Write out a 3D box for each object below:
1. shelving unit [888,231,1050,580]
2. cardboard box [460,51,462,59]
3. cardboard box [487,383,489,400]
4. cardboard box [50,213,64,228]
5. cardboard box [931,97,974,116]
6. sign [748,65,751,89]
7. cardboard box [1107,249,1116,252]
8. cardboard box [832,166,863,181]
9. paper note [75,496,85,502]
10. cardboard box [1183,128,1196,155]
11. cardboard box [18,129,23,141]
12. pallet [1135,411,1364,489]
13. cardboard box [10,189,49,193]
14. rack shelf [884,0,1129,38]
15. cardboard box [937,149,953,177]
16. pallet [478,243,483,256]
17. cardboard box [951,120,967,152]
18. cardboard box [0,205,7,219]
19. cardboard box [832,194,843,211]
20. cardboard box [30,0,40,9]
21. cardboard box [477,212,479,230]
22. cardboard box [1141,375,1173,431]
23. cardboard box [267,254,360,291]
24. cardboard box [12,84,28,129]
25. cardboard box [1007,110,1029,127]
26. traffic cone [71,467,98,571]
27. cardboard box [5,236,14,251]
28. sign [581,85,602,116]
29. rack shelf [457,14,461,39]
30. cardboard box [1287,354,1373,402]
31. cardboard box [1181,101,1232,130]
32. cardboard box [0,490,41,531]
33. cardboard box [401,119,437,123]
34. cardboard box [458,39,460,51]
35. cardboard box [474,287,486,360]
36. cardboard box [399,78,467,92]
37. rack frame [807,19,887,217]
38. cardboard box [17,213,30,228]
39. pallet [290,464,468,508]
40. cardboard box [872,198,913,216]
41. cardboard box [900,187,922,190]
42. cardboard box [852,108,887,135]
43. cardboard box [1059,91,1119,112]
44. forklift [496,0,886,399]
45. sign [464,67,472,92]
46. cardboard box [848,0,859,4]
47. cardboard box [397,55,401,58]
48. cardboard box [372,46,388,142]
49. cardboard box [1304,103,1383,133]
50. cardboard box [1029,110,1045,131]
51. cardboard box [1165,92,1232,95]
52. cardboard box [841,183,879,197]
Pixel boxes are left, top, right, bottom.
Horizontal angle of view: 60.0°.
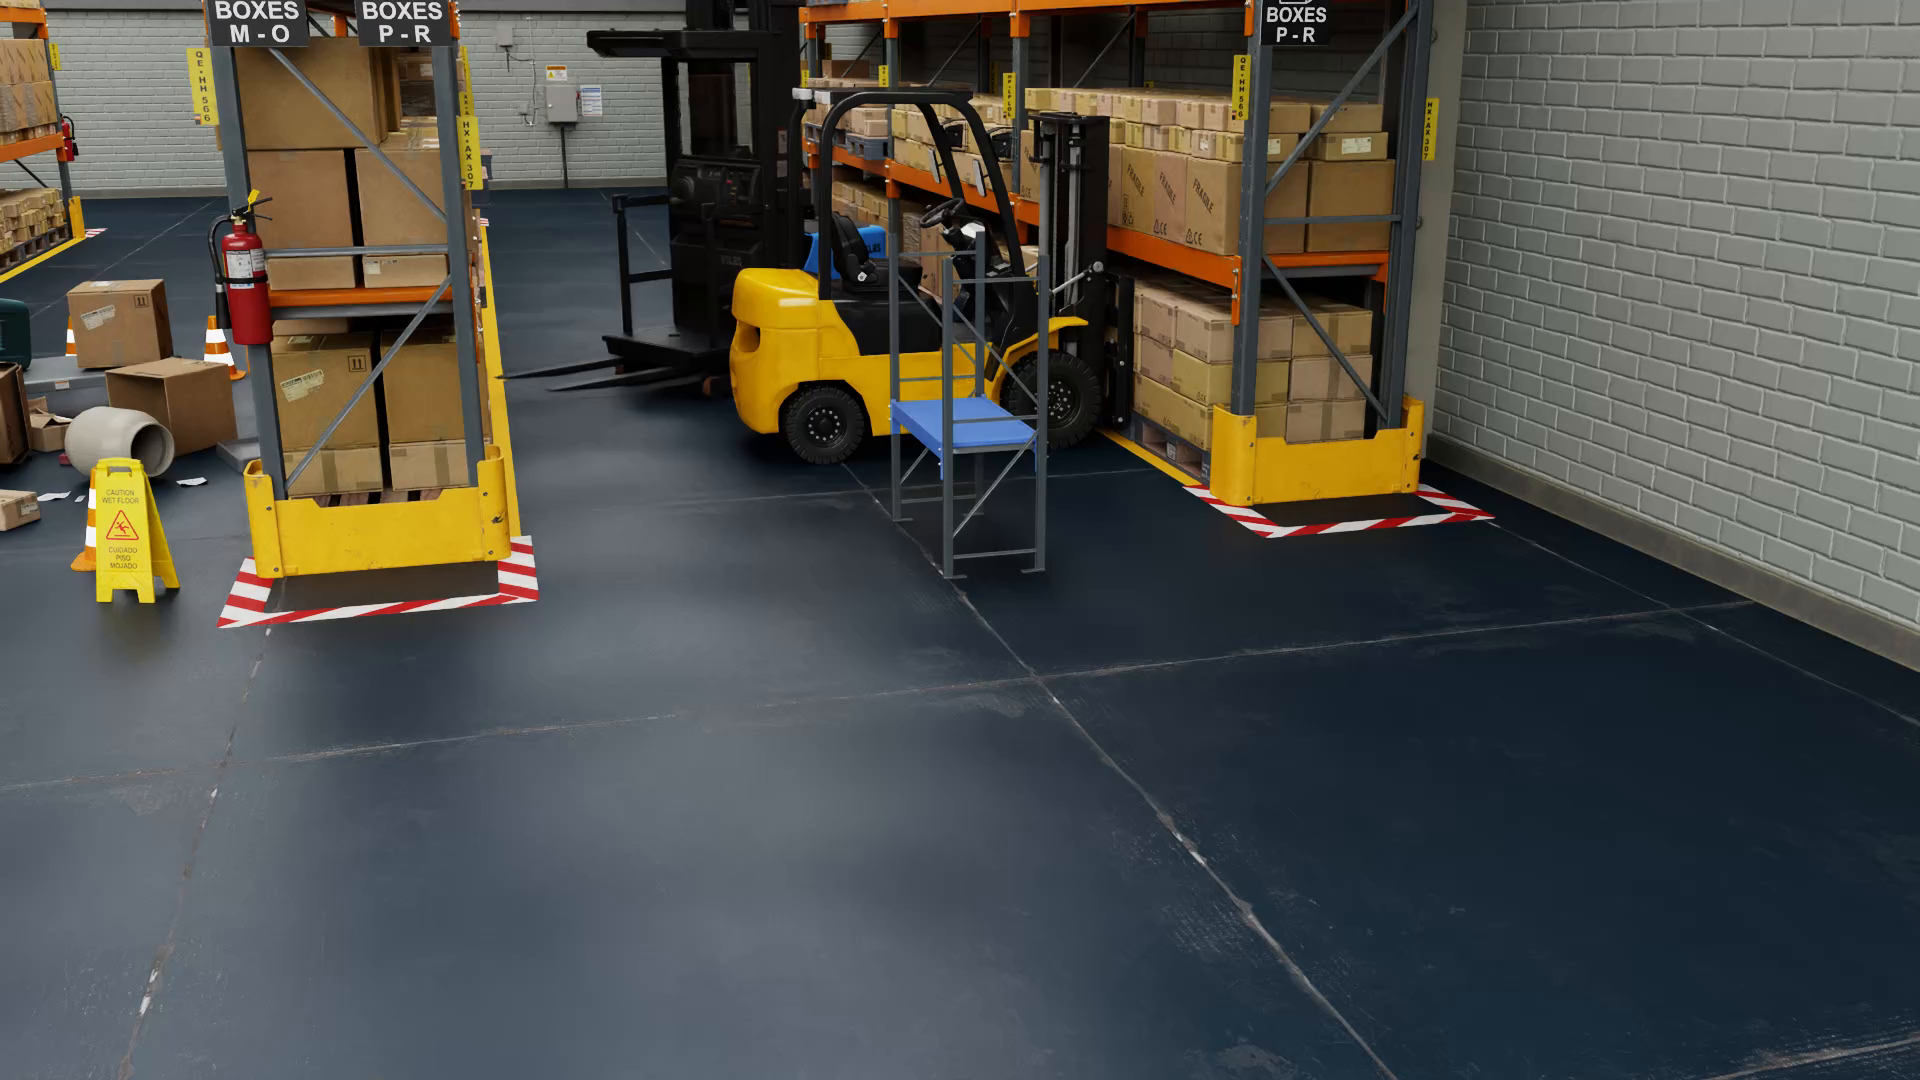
[{"bbox_3d":[0.023,-0.695,8.158,0.538,1.500,1.048,-5,17,-15],"label":"shelving unit"},{"bbox_3d":[-6.648,-6.019,21.365,0.500,0.500,0.500,-5,17,-15],"label":"cardboard box"},{"bbox_3d":[-3.035,-0.745,9.767,0.500,0.250,0.500,-4,17,-12],"label":"cardboard box"},{"bbox_3d":[-11.400,-3.974,20.692,0.380,0.149,0.250,-4,17,-14],"label":"cardboard box"},{"bbox_3d":[-0.042,-3.821,14.657,0.380,0.149,0.250,-4,17,-14],"label":"cardboard box"},{"bbox_3d":[-2.932,-6.515,23.421,0.100,0.325,0.005,-5,17,-15],"label":"sign"},{"bbox_3d":[1.209,-2.066,12.427,0.500,0.250,0.500,-4,17,-14],"label":"cardboard box"},{"bbox_3d":[-1.351,-4.305,19.541,0.380,0.149,0.250,-6,18,-18],"label":"cardboard box"},{"bbox_3d":[-4.867,-0.229,9.198,0.032,0.001,0.123,-5,17,-15],"label":"paper note"},{"bbox_3d":[1.511,-2.294,9.575,0.380,0.149,0.250,-4,17,-14],"label":"cardboard box"},{"bbox_3d":[-11.283,-4.779,19.583,0.380,0.149,0.250,-5,18,-18],"label":"cardboard box"},{"bbox_3d":[1.737,-0.590,10.049,1.003,0.211,1.213,-5,17,-15],"label":"pallet"},{"bbox_3d":[-11.510,-4.250,20.579,0.380,0.149,0.250,-4,17,-14],"label":"cardboard box"},{"bbox_3d":[0.338,-4.469,14.152,1.077,0.370,4.000,-5,17,-15],"label":"rack shelf"},{"bbox_3d":[0.098,-3.291,14.455,0.500,0.250,0.500,-4,17,-13],"label":"cardboard box"},{"bbox_3d":[-5.798,-3.100,18.405,1.003,0.211,1.213,-5,17,-15],"label":"pallet"},{"bbox_3d":[0.224,-3.390,13.917,0.500,0.250,0.500,-4,17,-14],"label":"cardboard box"},{"bbox_3d":[-10.939,-3.673,18.658,0.380,0.149,0.250,-5,17,-17],"label":"cardboard box"},{"bbox_3d":[-1.238,-3.742,19.312,0.500,0.500,0.500,-5,17,-16],"label":"cardboard box"},{"bbox_3d":[-11.534,-6.590,20.223,0.500,0.250,0.500,-5,17,-16],"label":"cardboard box"},{"bbox_3d":[-6.398,-4.047,20.434,0.875,0.438,0.875,-5,17,-17],"label":"cardboard box"},{"bbox_3d":[1.427,-0.845,10.100,0.500,0.250,0.500,-5,17,-15],"label":"cardboard box"},{"bbox_3d":[-3.093,-1.290,7.969,0.380,0.149,0.250,-4,17,-13],"label":"cardboard box"},{"bbox_3d":[-11.130,-4.995,19.177,0.500,0.500,0.500,-4,17,-12],"label":"cardboard box"},{"bbox_3d":[0.580,-3.259,12.786,0.380,0.149,0.250,-4,17,-13],"label":"cardboard box"},{"bbox_3d":[-4.143,-0.126,8.066,0.336,0.463,0.334,-5,17,-15],"label":"traffic cone"},{"bbox_3d":[-10.678,-3.259,18.314,0.380,0.149,0.250,-4,17,-14],"label":"cardboard box"},{"bbox_3d":[-6.276,-7.484,28.318,0.329,0.494,0.001,-5,17,-15],"label":"sign"},{"bbox_3d":[-6.632,-6.288,20.209,1.077,0.370,4.000,-5,17,-15],"label":"rack shelf"},{"bbox_3d":[2.058,-0.987,9.706,0.500,0.250,0.500,-4,17,-14],"label":"cardboard box"},{"bbox_3d":[1.490,-2.437,9.531,0.380,0.149,0.250,-4,17,-14],"label":"cardboard box"},{"bbox_3d":[-5.087,-0.161,8.730,0.380,0.149,0.250,4,17,13],"label":"cardboard box"},{"bbox_3d":[-3.374,-2.375,10.455,0.500,0.500,0.500,-4,17,-13],"label":"cardboard box"},{"bbox_3d":[-6.646,-6.370,21.406,0.380,0.149,0.250,-5,17,-16],"label":"cardboard box"},{"bbox_3d":[-3.180,-1.250,10.144,0.500,0.500,0.500,-4,17,-12],"label":"cardboard box"},{"bbox_3d":[-3.998,-3.250,12.638,0.500,0.500,0.500,-5,17,-16],"label":"cardboard box"},{"bbox_3d":[-1.311,-5.036,20.005,1.000,3.000,0.127,-5,17,-15],"label":"rack frame"},{"bbox_3d":[-10.996,-3.683,19.206,0.380,0.149,0.250,-5,17,-16],"label":"cardboard box"},{"bbox_3d":[-2.995,-0.237,8.873,1.003,0.211,1.213,-5,17,-15],"label":"pallet"},{"bbox_3d":[-0.696,-3.434,17.159,0.380,0.149,0.250,-6,18,-18],"label":"cardboard box"},{"bbox_3d":[-0.495,-3.845,18.526,0.380,0.149,0.250,-5,18,-17],"label":"cardboard box"},{"bbox_3d":[-0.813,-4.326,17.169,0.500,0.250,0.500,-6,18,-18],"label":"cardboard box"},{"bbox_3d":[0.900,-2.999,11.402,0.380,0.149,0.250,-4,17,-14],"label":"cardboard box"},{"bbox_3d":[-1.918,-2.561,11.882,1.130,2.935,3.031,15,22,40],"label":"forklift"},{"bbox_3d":[-4.464,-4.099,15.008,0.100,0.325,0.005,-5,17,-15],"label":"sign"},{"bbox_3d":[-0.862,-5.695,17.244,0.500,0.250,0.500,-5,17,-15],"label":"cardboard box"},{"bbox_3d":[-5.377,-4.186,15.261,0.500,0.500,0.500,-5,17,-17],"label":"cardboard box"},{"bbox_3d":[-3.267,-2.258,8.325,0.700,0.500,0.500,-5,17,-15],"label":"cardboard box"},{"bbox_3d":[2.100,-2.328,9.170,0.380,0.149,0.250,-5,17,-16],"label":"cardboard box"},{"bbox_3d":[0.722,-3.073,12.168,0.380,0.149,0.250,-5,17,-16],"label":"cardboard box"},{"bbox_3d":[1.587,-2.903,11.085,0.380,0.149,0.250,-5,17,-16],"label":"cardboard box"},{"bbox_3d":[-1.148,-4.016,19.094,0.380,0.149,0.250,-5,17,-16],"label":"cardboard box"}]
